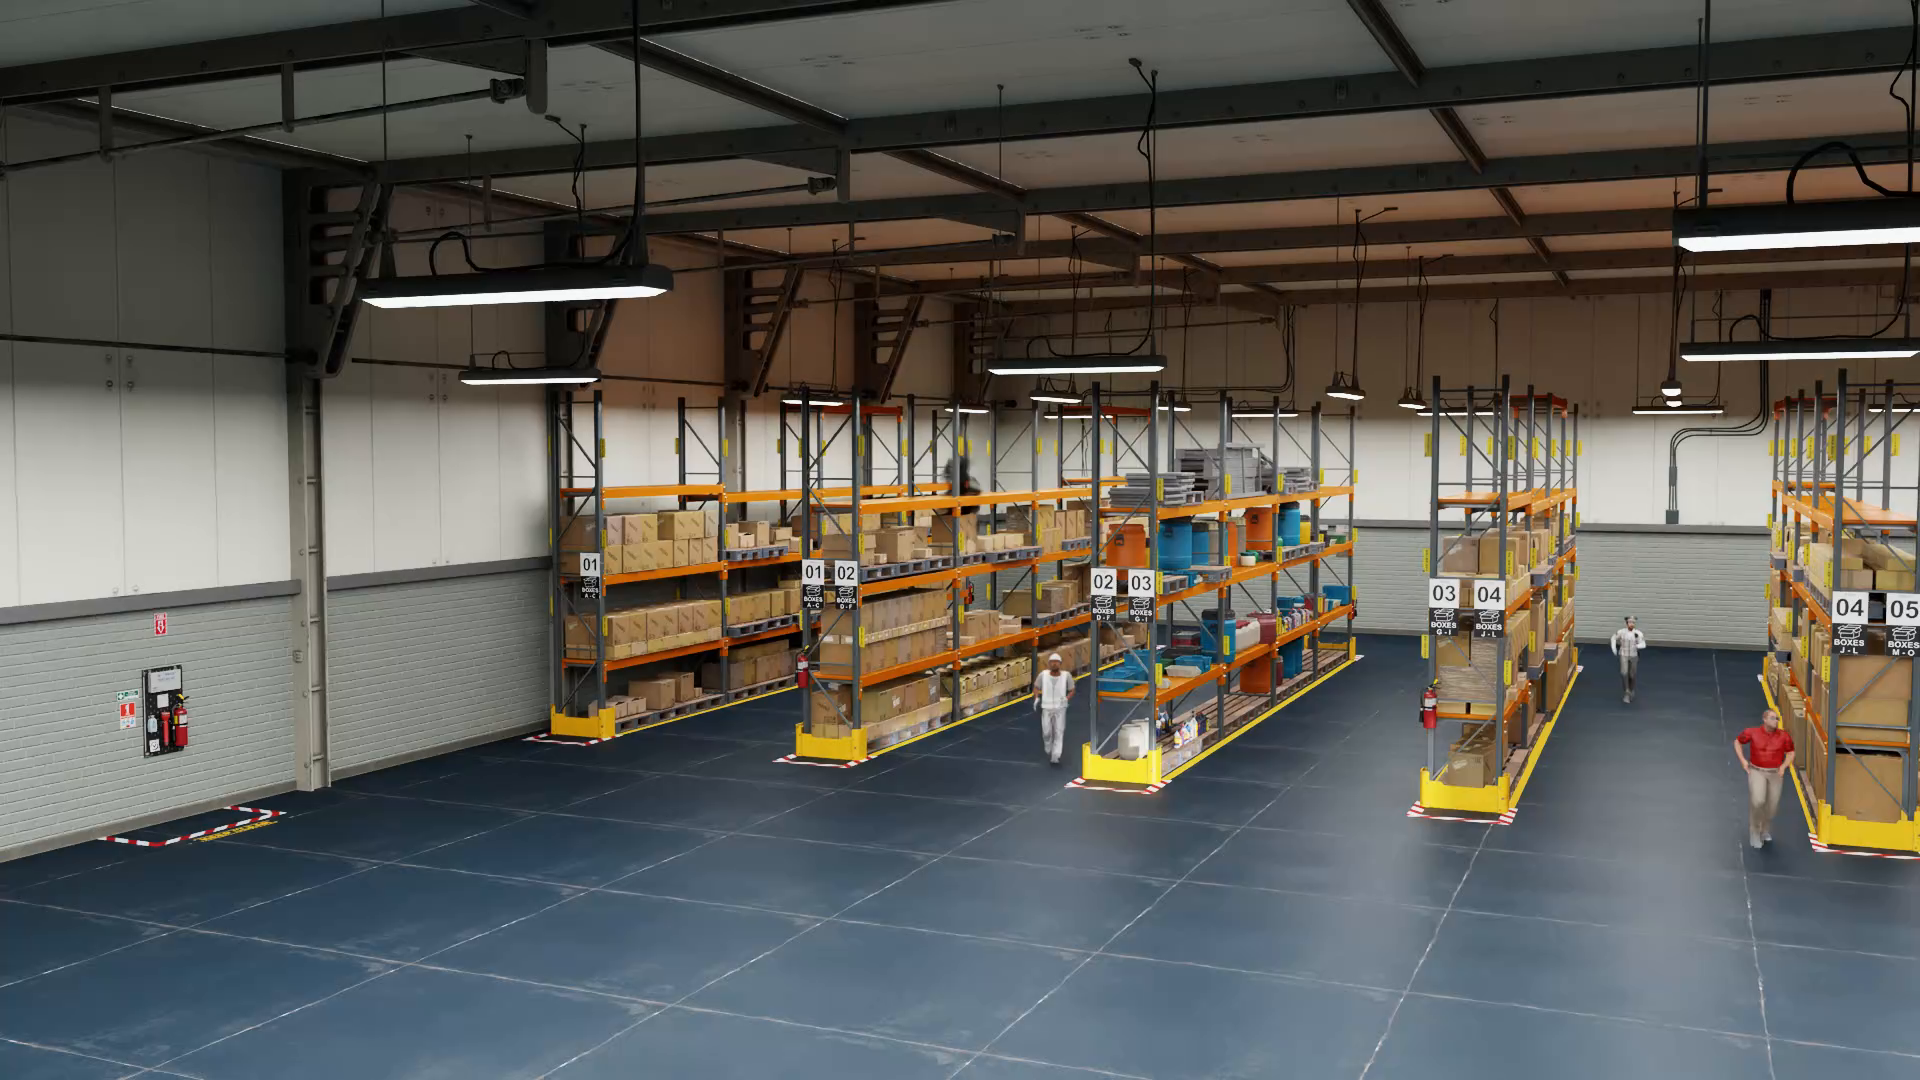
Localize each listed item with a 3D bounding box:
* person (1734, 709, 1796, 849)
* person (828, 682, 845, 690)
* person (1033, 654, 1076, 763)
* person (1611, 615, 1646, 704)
[{"bbox_3d":[10.149,3.006,20.946,0.658,1.754,0.678,1,3,12],"label":"person"},{"bbox_3d":[-2.184,2.430,30.647,0.668,1.760,0.868,1,3,20],"label":"person"},{"bbox_3d":[1.499,2.674,26.421,0.684,1.732,0.594,0,3,6],"label":"person"},{"bbox_3d":[13.245,2.352,32.961,0.600,1.728,0.815,1,3,16],"label":"person"}]
